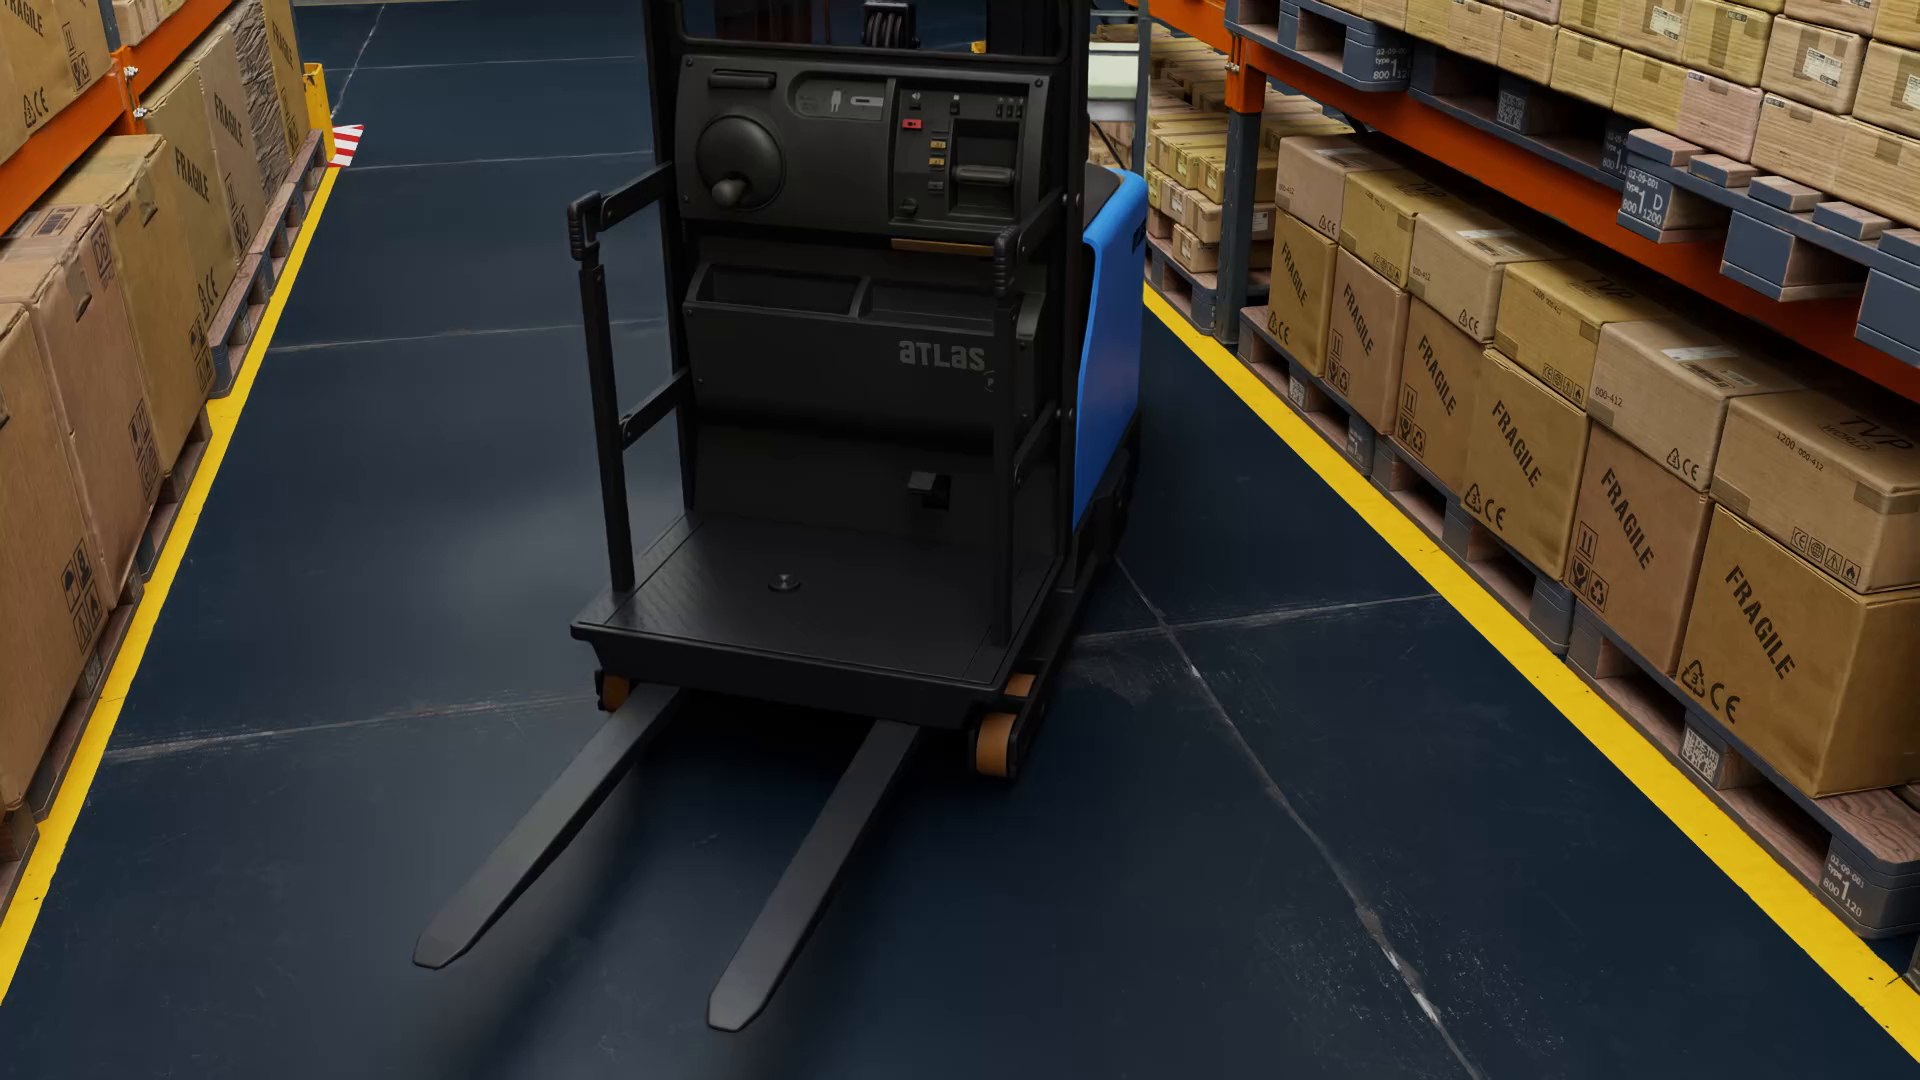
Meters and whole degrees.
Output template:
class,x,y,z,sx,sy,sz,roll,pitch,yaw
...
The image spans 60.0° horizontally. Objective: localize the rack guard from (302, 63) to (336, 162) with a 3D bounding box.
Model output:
class,x,y,z,sx,sy,sz,roll,pitch,yaw
rack guard,-4.211,-2.399,9.448,1.175,0.500,0.348,-6,27,-12

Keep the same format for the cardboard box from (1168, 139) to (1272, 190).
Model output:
class,x,y,z,sx,sy,sz,roll,pitch,yaw
cardboard box,1.121,-1.626,7.179,0.380,0.149,0.250,-6,27,-11

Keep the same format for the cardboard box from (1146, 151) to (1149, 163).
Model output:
class,x,y,z,sx,sy,sz,roll,pitch,yaw
cardboard box,1.059,-1.714,7.685,0.380,0.149,0.250,-6,27,-11

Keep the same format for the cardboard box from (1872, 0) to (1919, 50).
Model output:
class,x,y,z,sx,sy,sz,roll,pitch,yaw
cardboard box,1.896,-0.961,2.977,0.380,0.149,0.250,-7,28,-14

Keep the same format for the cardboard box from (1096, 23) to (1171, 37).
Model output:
class,x,y,z,sx,sy,sz,roll,pitch,yaw
cardboard box,1.016,-2.937,9.778,0.380,0.149,0.250,-6,27,-11

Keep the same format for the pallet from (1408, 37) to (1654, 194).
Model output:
class,x,y,z,sx,sy,sz,roll,pitch,yaw
pallet,1.967,-1.231,4.572,1.003,0.211,1.213,-6,27,-12

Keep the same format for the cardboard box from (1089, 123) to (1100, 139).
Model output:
class,x,y,z,sx,sy,sz,roll,pitch,yaw
cardboard box,0.872,-2.185,8.618,0.380,0.149,0.250,-5,27,-9

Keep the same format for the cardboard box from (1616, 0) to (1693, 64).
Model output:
class,x,y,z,sx,sy,sz,roll,pitch,yaw
cardboard box,1.718,-1.172,3.726,0.380,0.149,0.250,-6,27,-11

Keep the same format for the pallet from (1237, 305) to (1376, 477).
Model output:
class,x,y,z,sx,sy,sz,roll,pitch,yaw
pallet,1.728,-0.621,6.246,1.003,0.211,1.213,-6,27,-12

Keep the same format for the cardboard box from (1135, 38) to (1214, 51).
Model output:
class,x,y,z,sx,sy,sz,roll,pitch,yaw
cardboard box,1.199,-2.720,9.348,0.380,0.149,0.250,-7,28,-13

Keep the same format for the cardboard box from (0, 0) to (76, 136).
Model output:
class,x,y,z,sx,sy,sz,roll,pitch,yaw
cardboard box,-2.828,-1.397,4.578,0.500,0.500,0.500,-5,27,-10

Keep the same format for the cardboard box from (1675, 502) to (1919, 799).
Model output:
class,x,y,z,sx,sy,sz,roll,pitch,yaw
cardboard box,2.050,0.215,3.804,0.500,0.500,0.500,-6,27,-12

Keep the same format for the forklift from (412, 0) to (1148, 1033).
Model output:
class,x,y,z,sx,sy,sz,roll,pitch,yaw
forklift,-0.304,-0.920,3.819,1.130,2.935,3.031,7,28,14

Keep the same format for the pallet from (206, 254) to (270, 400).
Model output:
class,x,y,z,sx,sy,sz,roll,pitch,yaw
pallet,-3.399,-0.845,6.690,1.003,0.211,1.213,-6,27,-12

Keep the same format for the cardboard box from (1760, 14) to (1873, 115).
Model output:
class,x,y,z,sx,sy,sz,roll,pitch,yaw
cardboard box,1.836,-0.947,3.280,0.380,0.149,0.250,-5,27,-10

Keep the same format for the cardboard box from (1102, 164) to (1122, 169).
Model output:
class,x,y,z,sx,sy,sz,roll,pitch,yaw
cardboard box,0.898,-1.714,8.015,0.380,0.149,0.250,-6,27,-12

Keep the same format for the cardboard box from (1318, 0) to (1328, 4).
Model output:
class,x,y,z,sx,sy,sz,roll,pitch,yaw
cardboard box,1.313,-1.832,5.363,0.380,0.149,0.250,-6,27,-11

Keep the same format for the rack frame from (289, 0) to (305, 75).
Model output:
class,x,y,z,sx,sy,sz,roll,pitch,yaw
rack frame,-4.205,-3.504,8.863,1.000,3.000,0.127,-6,27,-12

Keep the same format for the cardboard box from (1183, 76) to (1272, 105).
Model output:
class,x,y,z,sx,sy,sz,roll,pitch,yaw
cardboard box,1.348,-2.249,8.414,0.380,0.149,0.250,-6,27,-11

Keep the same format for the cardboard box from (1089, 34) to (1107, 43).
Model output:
class,x,y,z,sx,sy,sz,roll,pitch,yaw
cardboard box,0.616,-2.770,9.447,0.380,0.149,0.250,-5,27,-11

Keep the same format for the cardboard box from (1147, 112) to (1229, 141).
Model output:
class,x,y,z,sx,sy,sz,roll,pitch,yaw
cardboard box,1.076,-1.856,7.636,0.380,0.149,0.250,-5,27,-10

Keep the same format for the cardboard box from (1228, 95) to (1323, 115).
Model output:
class,x,y,z,sx,sy,sz,roll,pitch,yaw
cardboard box,1.507,-2.025,7.971,0.380,0.149,0.250,-5,27,-10

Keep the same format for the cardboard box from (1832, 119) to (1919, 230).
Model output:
class,x,y,z,sx,sy,sz,roll,pitch,yaw
cardboard box,1.894,-0.697,3.114,0.380,0.149,0.250,-5,27,-11

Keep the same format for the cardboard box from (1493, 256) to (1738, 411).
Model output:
class,x,y,z,sx,sy,sz,roll,pitch,yaw
cardboard box,1.820,-0.577,4.539,0.500,0.250,0.500,-5,27,-10

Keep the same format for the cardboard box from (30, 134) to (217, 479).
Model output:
class,x,y,z,sx,sy,sz,roll,pitch,yaw
cardboard box,-3.140,-0.708,5.216,1.225,0.875,0.875,-6,27,-11

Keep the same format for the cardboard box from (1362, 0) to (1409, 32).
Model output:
class,x,y,z,sx,sy,sz,roll,pitch,yaw
cardboard box,1.426,-1.610,4.923,0.380,0.149,0.250,-7,28,-14

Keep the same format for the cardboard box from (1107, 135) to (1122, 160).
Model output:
class,x,y,z,sx,sy,sz,roll,pitch,yaw
cardboard box,0.942,-1.944,8.140,0.380,0.149,0.250,-7,28,-14

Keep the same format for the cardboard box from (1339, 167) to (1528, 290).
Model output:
class,x,y,z,sx,sy,sz,roll,pitch,yaw
cardboard box,1.583,-1.029,5.435,0.500,0.250,0.500,-5,27,-10

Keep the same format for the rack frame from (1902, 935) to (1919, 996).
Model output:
class,x,y,z,sx,sy,sz,roll,pitch,yaw
rack frame,2.453,-0.451,2.815,1.000,3.000,0.127,-6,27,-12

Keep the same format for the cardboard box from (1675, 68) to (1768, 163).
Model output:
class,x,y,z,sx,sy,sz,roll,pitch,yaw
cardboard box,1.781,-0.919,3.554,0.380,0.149,0.250,-5,27,-11

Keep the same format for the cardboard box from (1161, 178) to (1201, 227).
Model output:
class,x,y,z,sx,sy,sz,roll,pitch,yaw
cardboard box,1.098,-1.478,7.218,0.380,0.149,0.250,-7,28,-14

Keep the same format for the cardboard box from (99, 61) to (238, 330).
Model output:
class,x,y,z,sx,sy,sz,roll,pitch,yaw
cardboard box,-3.375,-1.285,6.359,0.875,0.875,0.875,-6,27,-12

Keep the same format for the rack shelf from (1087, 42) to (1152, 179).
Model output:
class,x,y,z,sx,sy,sz,roll,pitch,yaw
rack shelf,0.420,-1.442,5.577,0.431,0.370,0.720,2,27,5

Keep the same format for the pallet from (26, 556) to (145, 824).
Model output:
class,x,y,z,sx,sy,sz,roll,pitch,yaw
pallet,-2.778,0.365,4.294,1.003,0.211,1.213,-6,27,-12

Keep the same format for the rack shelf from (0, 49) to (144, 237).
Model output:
class,x,y,z,sx,sy,sz,roll,pitch,yaw
rack shelf,-2.853,-0.549,3.807,1.077,0.370,4.000,-6,27,-12

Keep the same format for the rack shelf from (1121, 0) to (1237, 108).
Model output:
class,x,y,z,sx,sy,sz,roll,pitch,yaw
rack shelf,1.101,-2.764,8.196,1.077,0.370,4.000,-6,27,-12

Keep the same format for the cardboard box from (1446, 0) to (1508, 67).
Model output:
class,x,y,z,sx,sy,sz,roll,pitch,yaw
cardboard box,1.545,-1.379,4.467,0.380,0.149,0.250,-7,28,-14

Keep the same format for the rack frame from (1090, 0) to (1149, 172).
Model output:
class,x,y,z,sx,sy,sz,roll,pitch,yaw
rack frame,0.454,-1.258,6.078,0.400,1.500,0.023,2,27,5

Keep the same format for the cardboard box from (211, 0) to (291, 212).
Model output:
class,x,y,z,sx,sy,sz,roll,pitch,yaw
cardboard box,-3.778,-2.071,7.916,0.875,0.875,0.875,-6,27,-12

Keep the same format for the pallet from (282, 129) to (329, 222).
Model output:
class,x,y,z,sx,sy,sz,roll,pitch,yaw
pallet,-3.949,-1.916,8.812,1.003,0.211,1.213,-6,27,-12

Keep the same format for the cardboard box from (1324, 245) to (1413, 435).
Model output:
class,x,y,z,sx,sy,sz,roll,pitch,yaw
cardboard box,1.580,-0.696,5.607,0.500,0.500,0.500,-5,27,-9

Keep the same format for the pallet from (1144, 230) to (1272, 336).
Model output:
class,x,y,z,sx,sy,sz,roll,pitch,yaw
pallet,1.366,-1.254,7.500,1.003,0.211,1.213,-6,27,-12

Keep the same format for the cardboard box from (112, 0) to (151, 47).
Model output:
class,x,y,z,sx,sy,sz,roll,pitch,yaw
cardboard box,-3.046,-1.800,5.765,0.380,0.149,0.250,-6,27,-11

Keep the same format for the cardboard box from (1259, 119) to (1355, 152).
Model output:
class,x,y,z,sx,sy,sz,roll,pitch,yaw
cardboard box,1.566,-1.793,7.511,0.380,0.149,0.250,-6,27,-12

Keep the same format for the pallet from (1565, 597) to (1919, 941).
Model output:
class,x,y,z,sx,sy,sz,roll,pitch,yaw
pallet,2.278,0.450,4.124,1.003,0.211,1.213,-6,27,-12

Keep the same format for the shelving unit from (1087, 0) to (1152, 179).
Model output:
class,x,y,z,sx,sy,sz,roll,pitch,yaw
shelving unit,0.420,-1.094,5.753,0.431,1.500,0.755,2,27,5

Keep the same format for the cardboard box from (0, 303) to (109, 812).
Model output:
class,x,y,z,sx,sy,sz,roll,pitch,yaw
cardboard box,-2.731,0.072,3.671,1.225,0.875,0.875,-6,27,-11

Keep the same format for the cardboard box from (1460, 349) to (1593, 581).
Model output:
class,x,y,z,sx,sy,sz,roll,pitch,yaw
cardboard box,1.801,-0.244,4.713,0.500,0.500,0.500,-7,28,-14

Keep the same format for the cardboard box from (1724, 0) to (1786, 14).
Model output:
class,x,y,z,sx,sy,sz,roll,pitch,yaw
cardboard box,1.782,-1.186,3.424,0.380,0.149,0.250,-5,27,-10

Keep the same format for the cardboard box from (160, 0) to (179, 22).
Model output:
class,x,y,z,sx,sy,sz,roll,pitch,yaw
cardboard box,-3.166,-2.030,6.223,0.380,0.149,0.250,-5,27,-10

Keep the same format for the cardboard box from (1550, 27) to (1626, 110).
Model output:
class,x,y,z,sx,sy,sz,roll,pitch,yaw
cardboard box,1.666,-1.146,4.005,0.380,0.149,0.250,-7,28,-14

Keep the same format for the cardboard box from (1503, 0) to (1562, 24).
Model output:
class,x,y,z,sx,sy,sz,roll,pitch,yaw
cardboard box,1.605,-1.396,4.170,0.380,0.149,0.250,-5,27,-10

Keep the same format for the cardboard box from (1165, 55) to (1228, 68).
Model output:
class,x,y,z,sx,sy,sz,roll,pitch,yaw
cardboard box,1.310,-2.488,8.887,0.380,0.149,0.250,-5,27,-10

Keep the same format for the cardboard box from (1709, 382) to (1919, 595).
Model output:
class,x,y,z,sx,sy,sz,roll,pitch,yaw
cardboard box,2.043,-0.131,3.657,0.500,0.250,0.500,-7,28,-13

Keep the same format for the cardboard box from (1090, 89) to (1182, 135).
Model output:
class,x,y,z,sx,sy,sz,roll,pitch,yaw
cardboard box,0.852,-2.083,8.085,0.380,0.149,0.250,-7,28,-13

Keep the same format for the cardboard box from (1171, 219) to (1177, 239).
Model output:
class,x,y,z,sx,sy,sz,roll,pitch,yaw
cardboard box,1.154,-1.382,7.357,0.380,0.149,0.250,-5,27,-10

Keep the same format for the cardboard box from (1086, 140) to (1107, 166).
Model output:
class,x,y,z,sx,sy,sz,roll,pitch,yaw
cardboard box,0.818,-1.938,8.458,0.380,0.149,0.250,-6,27,-12
